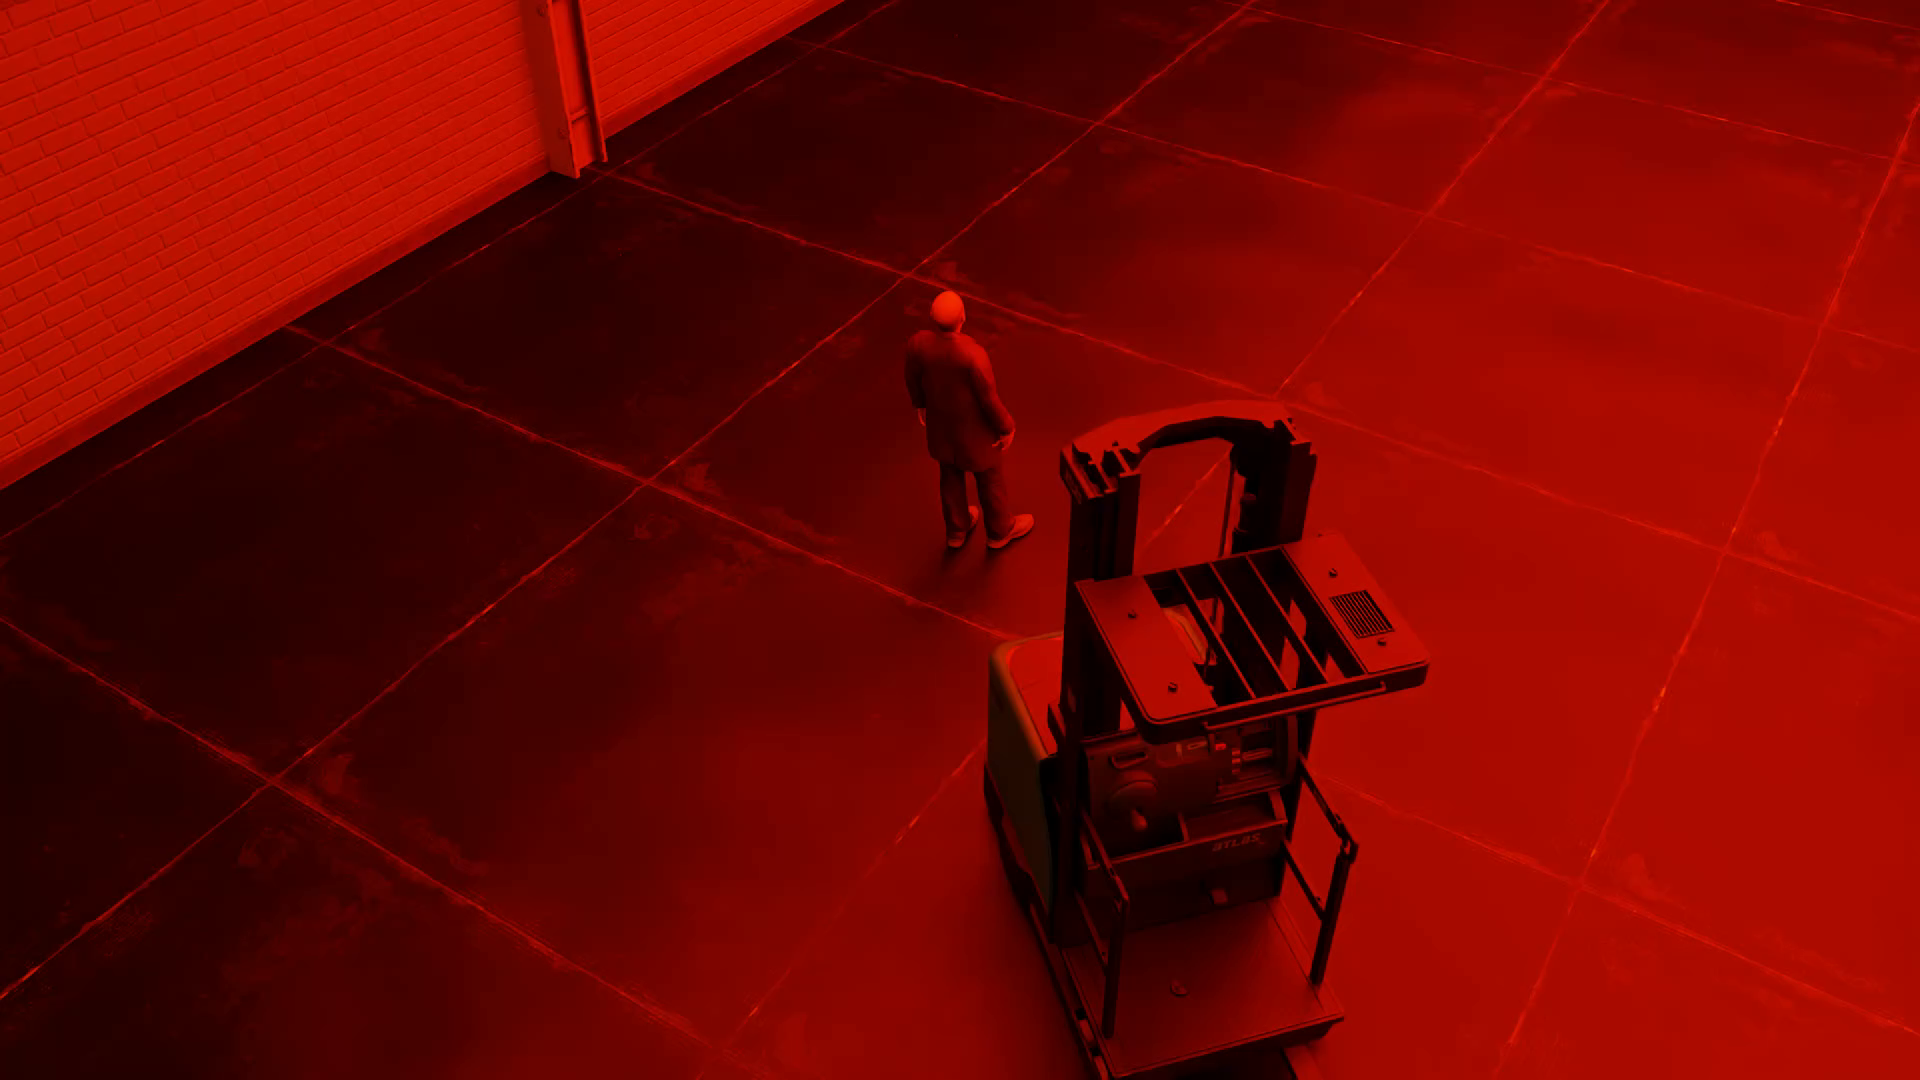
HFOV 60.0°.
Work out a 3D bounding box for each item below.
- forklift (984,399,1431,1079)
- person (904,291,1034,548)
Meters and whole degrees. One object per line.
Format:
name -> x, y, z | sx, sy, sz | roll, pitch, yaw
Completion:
forklift -> 1.031, 1.029, 6.752 | 1.130, 2.935, 3.031 | -11, 41, -13
person -> 0.057, -0.731, 9.710 | 0.686, 1.778, 0.579 | 22, 45, 24
